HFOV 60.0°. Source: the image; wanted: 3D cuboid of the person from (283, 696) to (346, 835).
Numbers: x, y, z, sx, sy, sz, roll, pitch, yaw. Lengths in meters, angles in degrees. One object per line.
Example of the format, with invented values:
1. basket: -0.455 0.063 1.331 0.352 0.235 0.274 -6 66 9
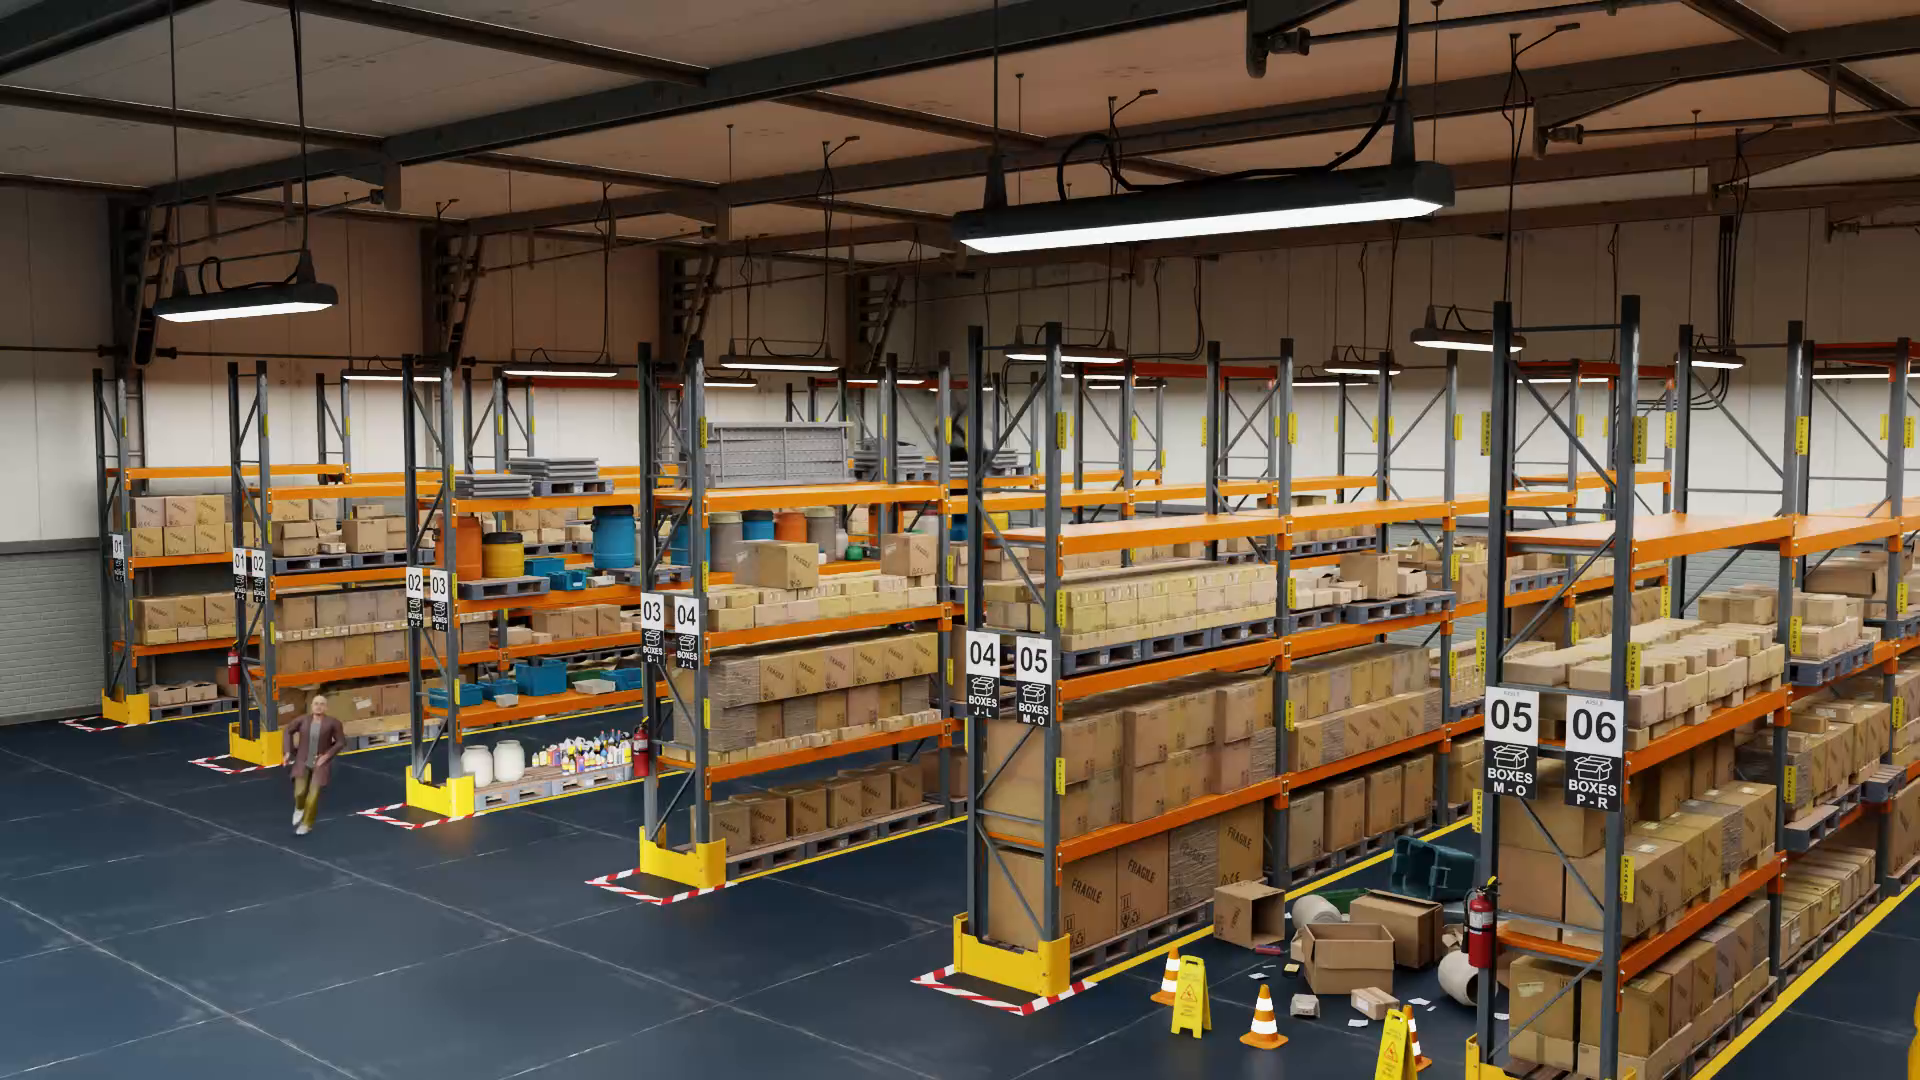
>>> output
1. person: -8.022 2.794 20.654 0.758 1.705 0.575 -1 4 -15

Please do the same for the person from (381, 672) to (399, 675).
1. person: -9.735 2.287 28.452 0.549 1.566 0.781 3 5 38
